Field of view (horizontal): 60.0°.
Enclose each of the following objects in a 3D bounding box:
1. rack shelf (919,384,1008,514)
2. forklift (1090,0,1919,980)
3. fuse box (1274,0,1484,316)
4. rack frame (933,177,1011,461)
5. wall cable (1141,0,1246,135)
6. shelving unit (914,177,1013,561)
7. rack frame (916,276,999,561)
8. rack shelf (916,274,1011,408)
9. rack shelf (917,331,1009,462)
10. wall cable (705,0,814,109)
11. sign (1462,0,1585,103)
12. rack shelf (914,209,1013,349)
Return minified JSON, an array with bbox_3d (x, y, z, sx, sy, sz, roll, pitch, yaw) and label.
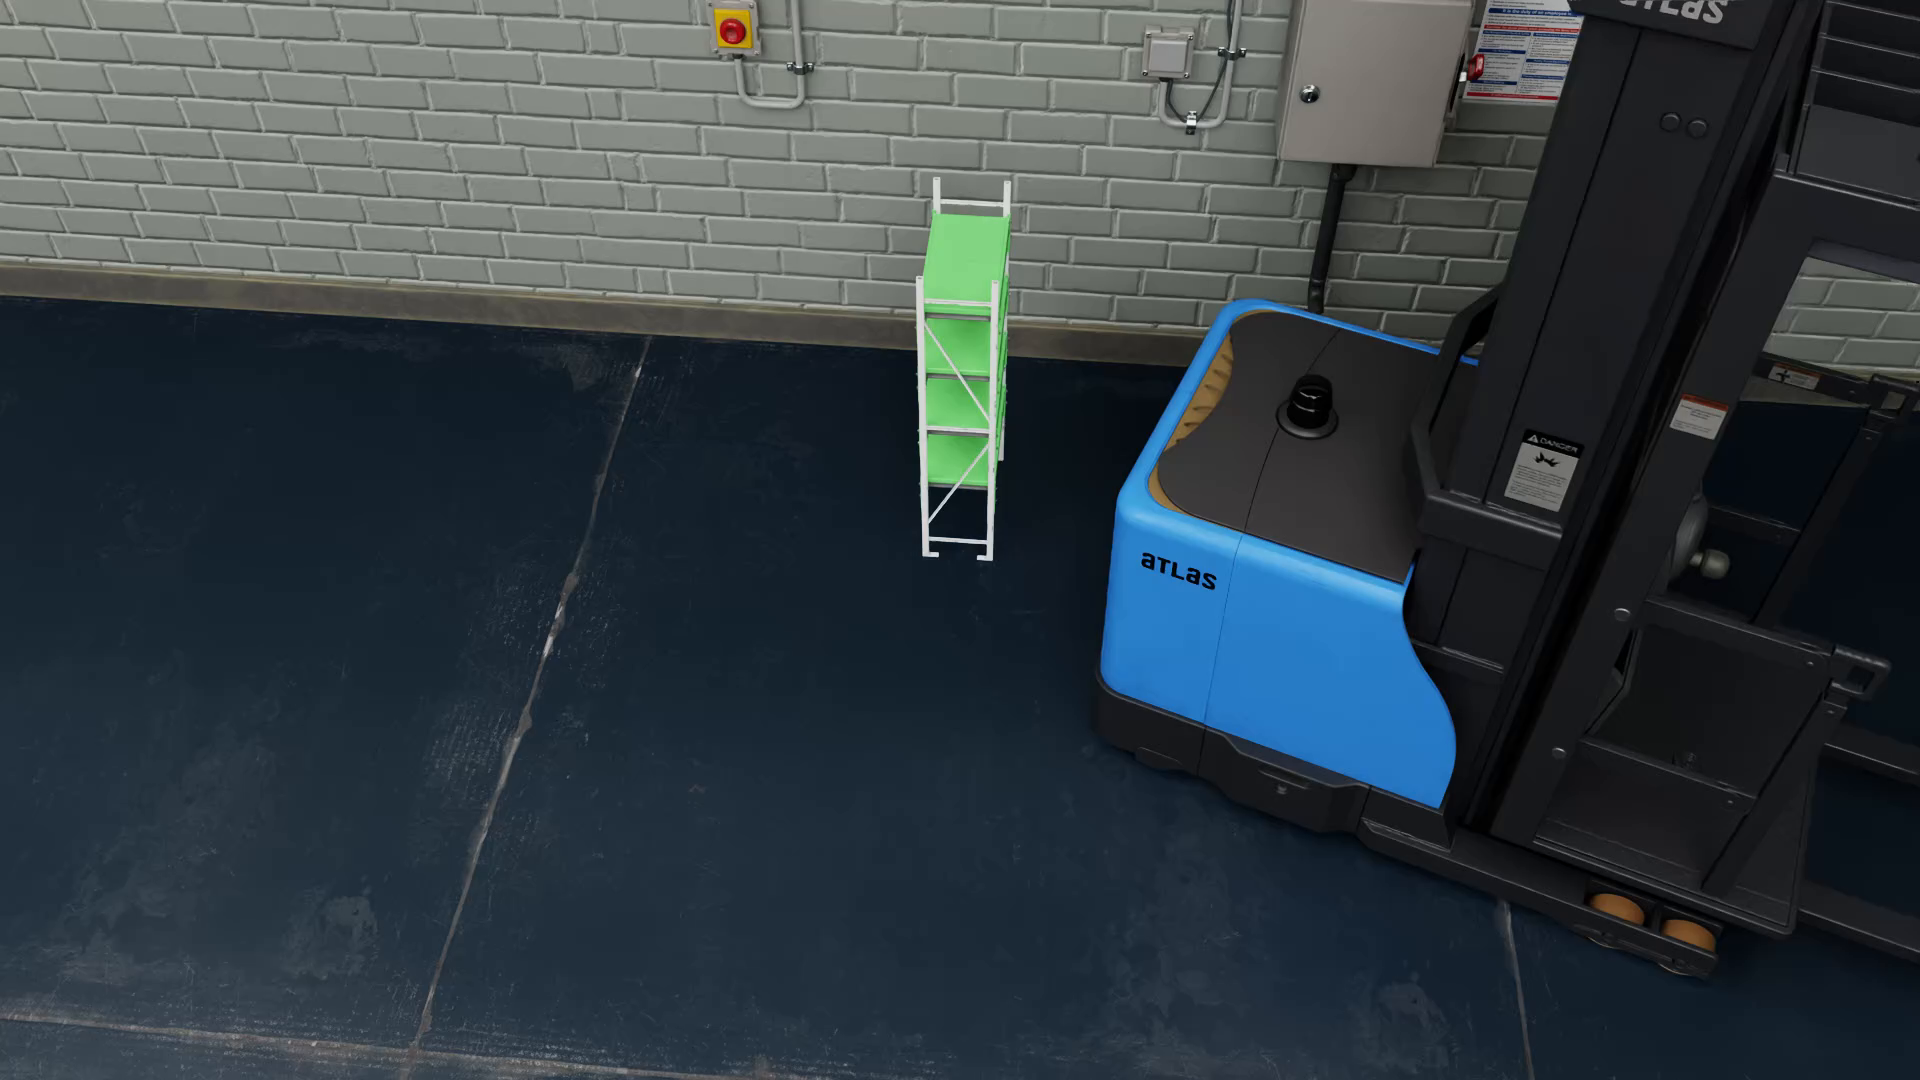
[{"bbox_3d":[0.015,-0.322,5.643,0.258,0.148,0.480,4,48,4],"label":"rack shelf"},{"bbox_3d":[1.963,-0.228,3.973,3.031,2.935,1.130,19,50,17],"label":"forklift"},{"bbox_3d":[1.294,-1.078,5.576,0.539,1.711,0.414,4,48,4],"label":"fuse box"},{"bbox_3d":[0.037,-0.706,5.583,0.240,1.200,0.015,4,48,4],"label":"rack frame"},{"bbox_3d":[0.629,-2.017,4.873,0.588,1.984,0.122,4,48,4],"label":"wall cable"},{"bbox_3d":[0.015,-0.527,5.419,0.258,1.200,0.503,4,48,4],"label":"shelving unit"},{"bbox_3d":[-0.007,-0.347,5.255,0.240,1.200,0.015,4,48,4],"label":"rack frame"},{"bbox_3d":[0.015,-0.645,5.289,0.258,0.148,0.480,4,48,4],"label":"rack shelf"},{"bbox_3d":[0.015,-0.483,5.466,0.258,0.148,0.480,4,48,4],"label":"rack shelf"},{"bbox_3d":[-0.784,-2.114,4.941,0.585,1.953,0.123,4,48,4],"label":"wall cable"},{"bbox_3d":[1.805,-1.599,5.244,0.329,0.494,0.001,4,48,4],"label":"sign"},{"bbox_3d":[0.015,-0.807,5.111,0.258,0.148,0.480,4,48,4],"label":"rack shelf"}]
